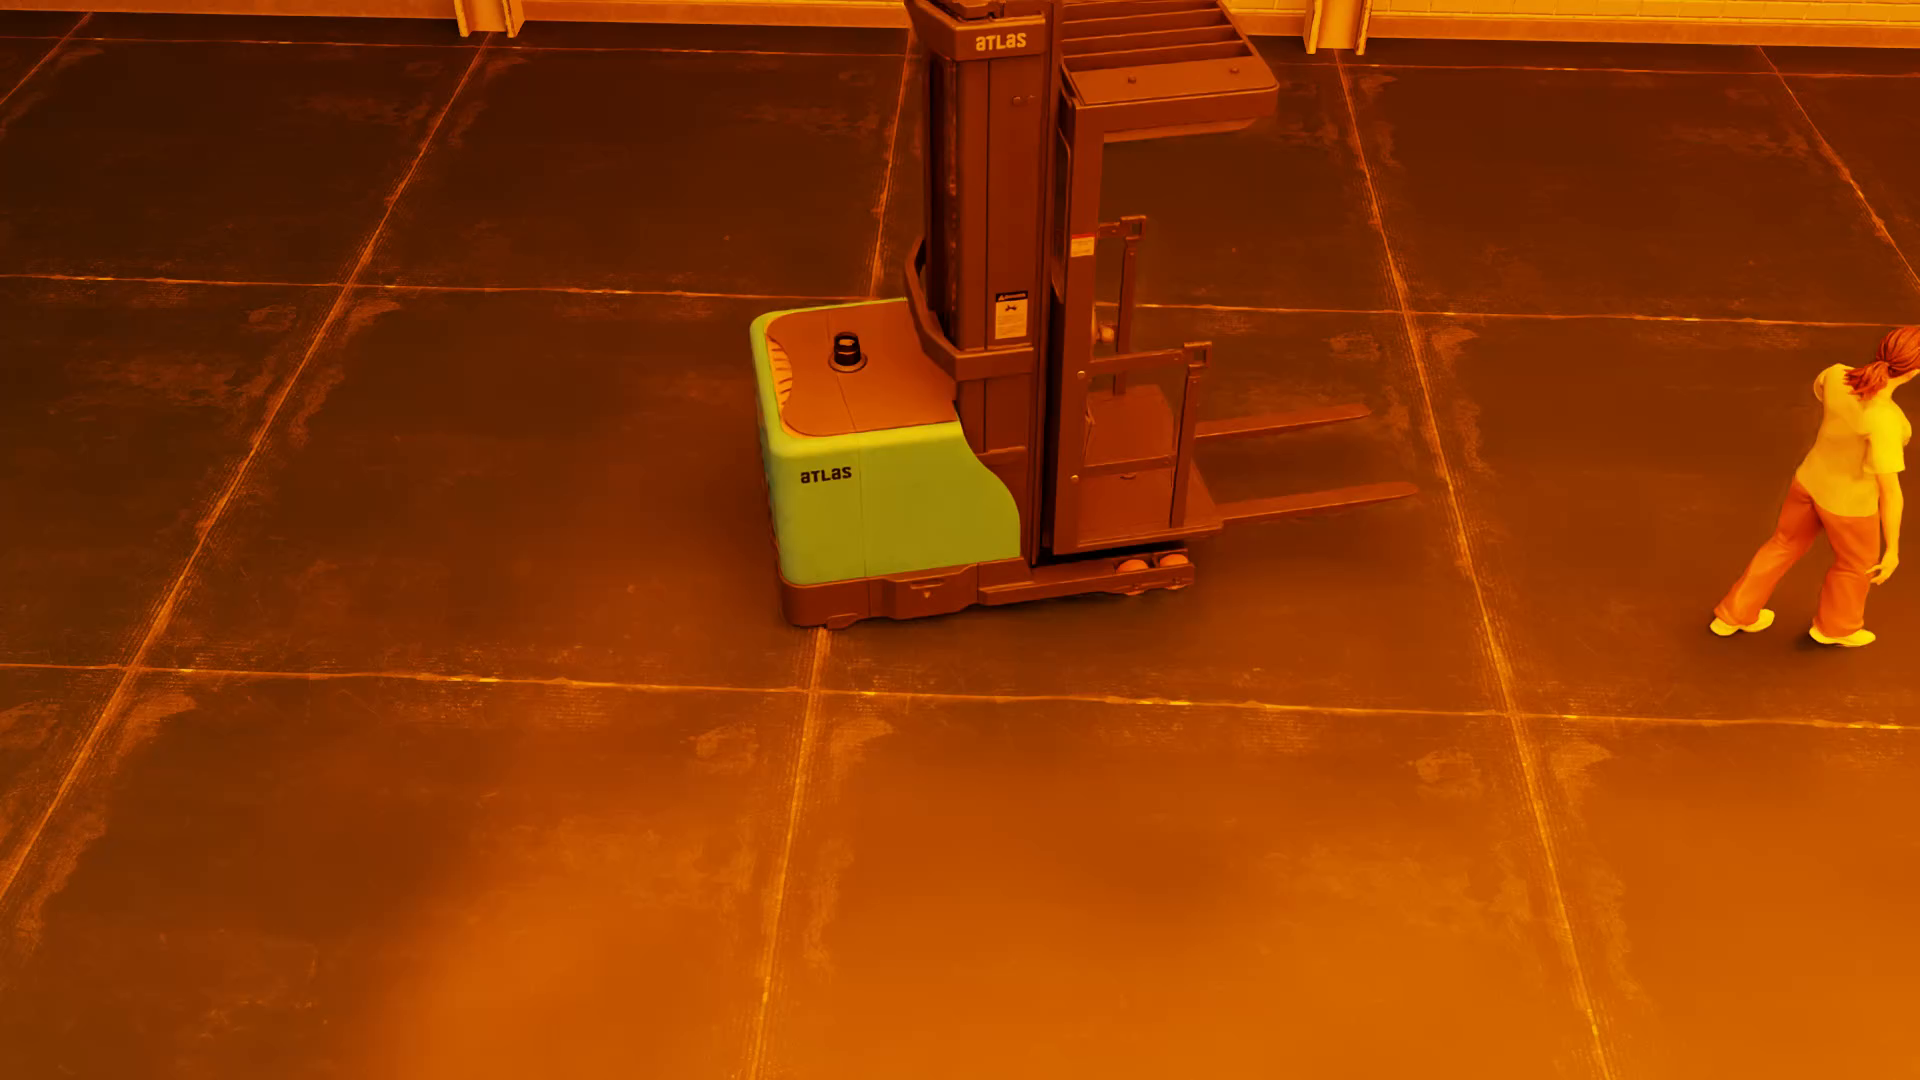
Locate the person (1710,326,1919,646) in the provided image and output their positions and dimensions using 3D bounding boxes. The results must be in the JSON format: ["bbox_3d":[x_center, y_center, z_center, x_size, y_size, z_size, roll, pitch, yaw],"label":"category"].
[{"bbox_3d":[3.729,-0.175,6.905,0.706,1.670,0.898,-9,43,-10],"label":"person"}]

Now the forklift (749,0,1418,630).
[{"bbox_3d":[0.614,-1.174,7.028,3.031,2.935,1.130,-7,43,-8],"label":"forklift"}]
